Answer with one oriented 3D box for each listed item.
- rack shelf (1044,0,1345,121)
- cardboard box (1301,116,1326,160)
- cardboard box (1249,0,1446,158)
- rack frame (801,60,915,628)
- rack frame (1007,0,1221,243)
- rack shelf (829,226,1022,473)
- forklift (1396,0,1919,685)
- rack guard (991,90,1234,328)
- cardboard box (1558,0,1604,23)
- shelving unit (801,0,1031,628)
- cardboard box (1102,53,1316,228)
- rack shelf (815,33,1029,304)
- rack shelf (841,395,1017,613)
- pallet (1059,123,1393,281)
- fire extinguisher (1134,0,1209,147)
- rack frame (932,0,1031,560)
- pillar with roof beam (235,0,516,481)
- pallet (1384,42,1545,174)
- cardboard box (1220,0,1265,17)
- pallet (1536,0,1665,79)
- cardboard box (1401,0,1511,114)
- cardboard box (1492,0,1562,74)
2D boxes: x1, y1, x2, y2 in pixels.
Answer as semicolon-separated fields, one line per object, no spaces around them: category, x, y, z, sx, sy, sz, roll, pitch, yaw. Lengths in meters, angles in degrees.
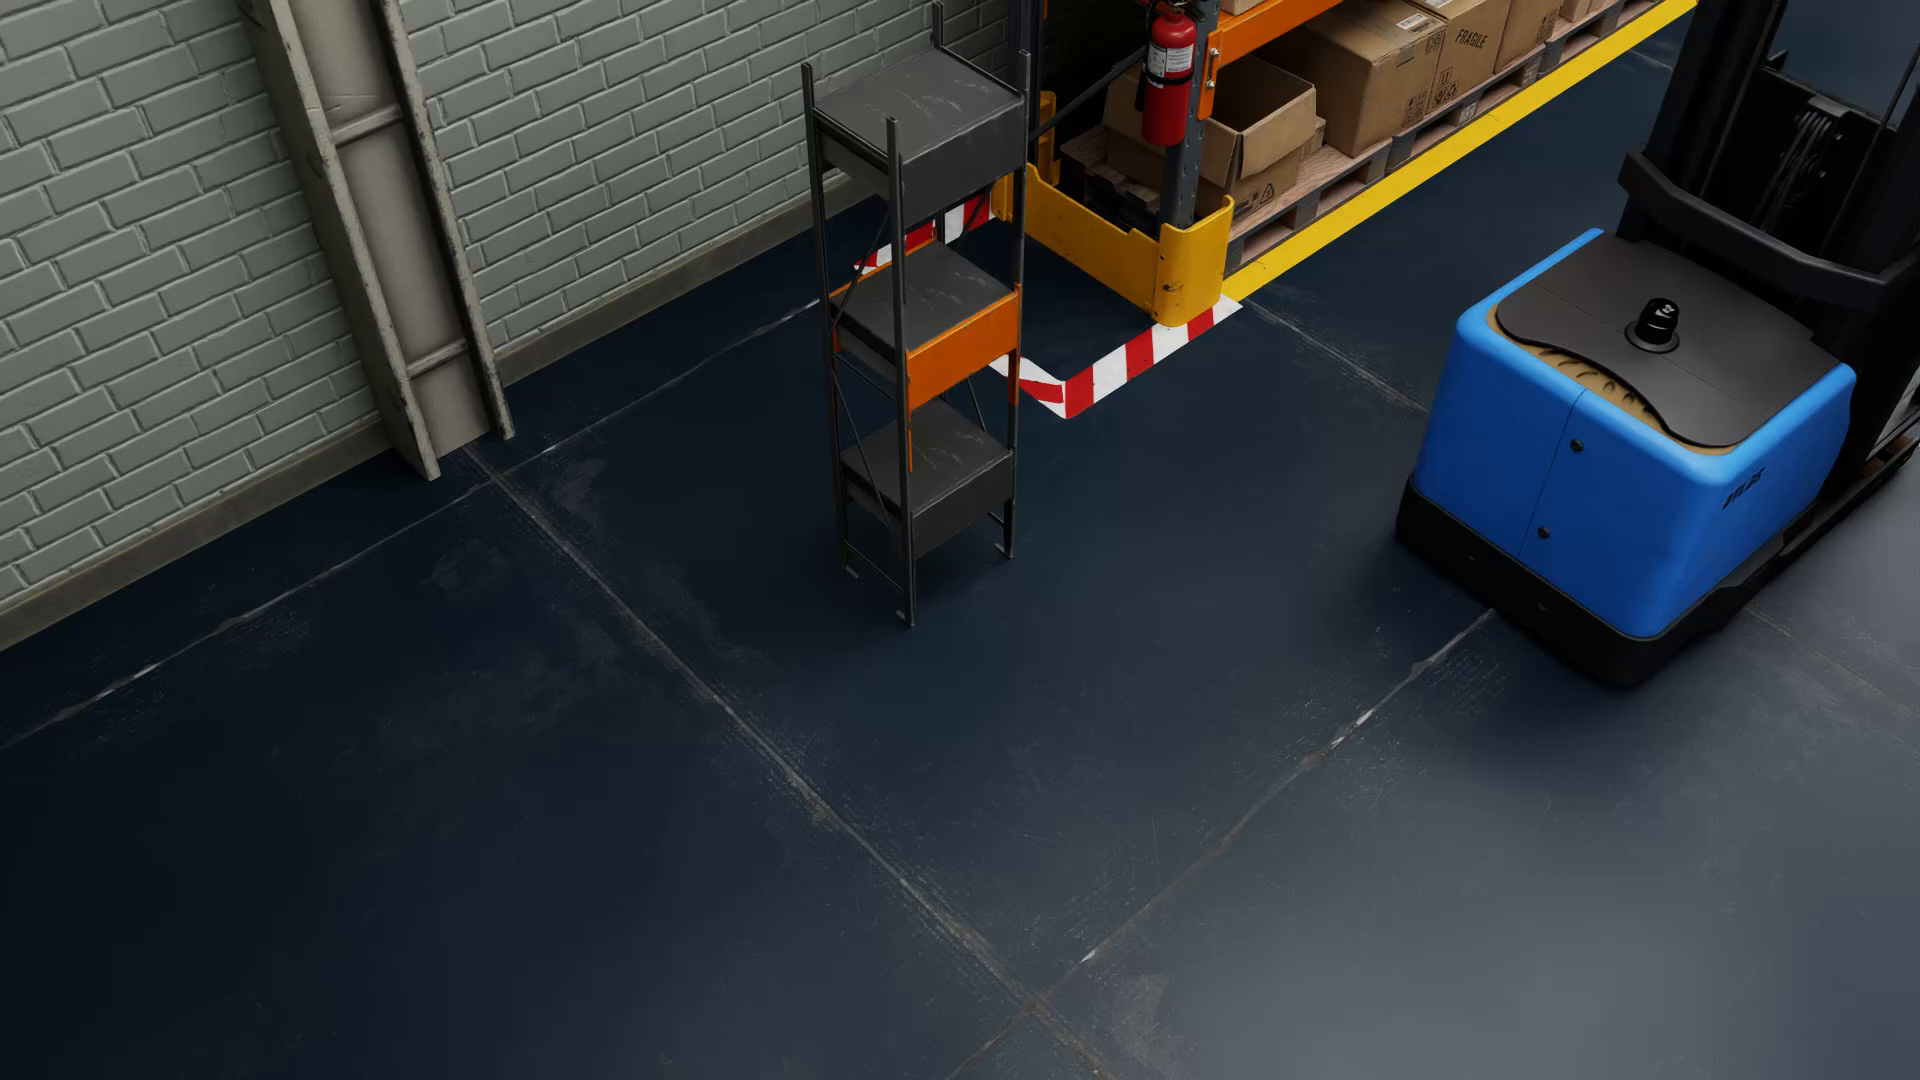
rack shelf;2.060;-3.013;7.478;4.000;0.370;1.077;-34;56;-27
cardboard box;1.437;-1.883;7.601;0.250;0.149;0.380;-36;57;-28
cardboard box;1.755;-2.215;7.668;0.500;0.500;0.700;-32;55;-26
rack frame;-0.303;-0.510;5.291;0.015;2.100;0.400;-34;56;-27
rack frame;0.580;-2.268;6.301;0.127;3.000;1.000;-34;56;-27
rack shelf;-0.122;-0.621;5.413;0.480;0.518;0.431;-34;56;-27
forklift;3.078;-1.427;5.573;3.031;2.935;1.130;-32;55;-26
rack guard;0.637;-1.458;7.255;0.348;0.500;1.175;-34;56;-27
cardboard box;3.061;-2.849;8.412;0.258;0.266;0.396;-32;55;-26
shelving unit;-0.122;-0.630;5.403;0.503;2.100;0.431;-34;56;-27
cardboard box;1.097;-1.815;7.296;0.637;0.503;0.797;-36;57;-28
rack shelf;-0.122;-1.096;4.898;0.480;0.518;0.431;-34;56;-27
rack shelf;-0.122;-0.146;5.927;0.480;0.518;0.431;-34;56;-27
pallet;1.226;-1.754;7.725;1.213;0.211;1.003;-34;56;-27
fire extinguisher;0.783;-1.791;6.168;0.183;0.674;0.296;-34;56;-27
rack frame;0.058;-0.751;5.514;0.015;2.100;0.400;-34;56;-27
pillar with roof beam;0.875;-1.118;1.159;0.400;9.000;9.100;-34;56;-27
pallet;2.128;-2.354;8.279;1.213;0.211;1.003;-34;56;-27
cardboard box;1.008;-2.196;6.406;0.250;0.149;0.380;-34;56;-27
pallet;3.031;-2.961;8.838;1.213;0.211;1.003;-34;56;-27
cardboard box;2.214;-2.422;7.859;0.500;0.500;0.500;-33;55;-27
cardboard box;2.523;-2.728;8.141;0.500;0.500;0.700;-36;57;-28
